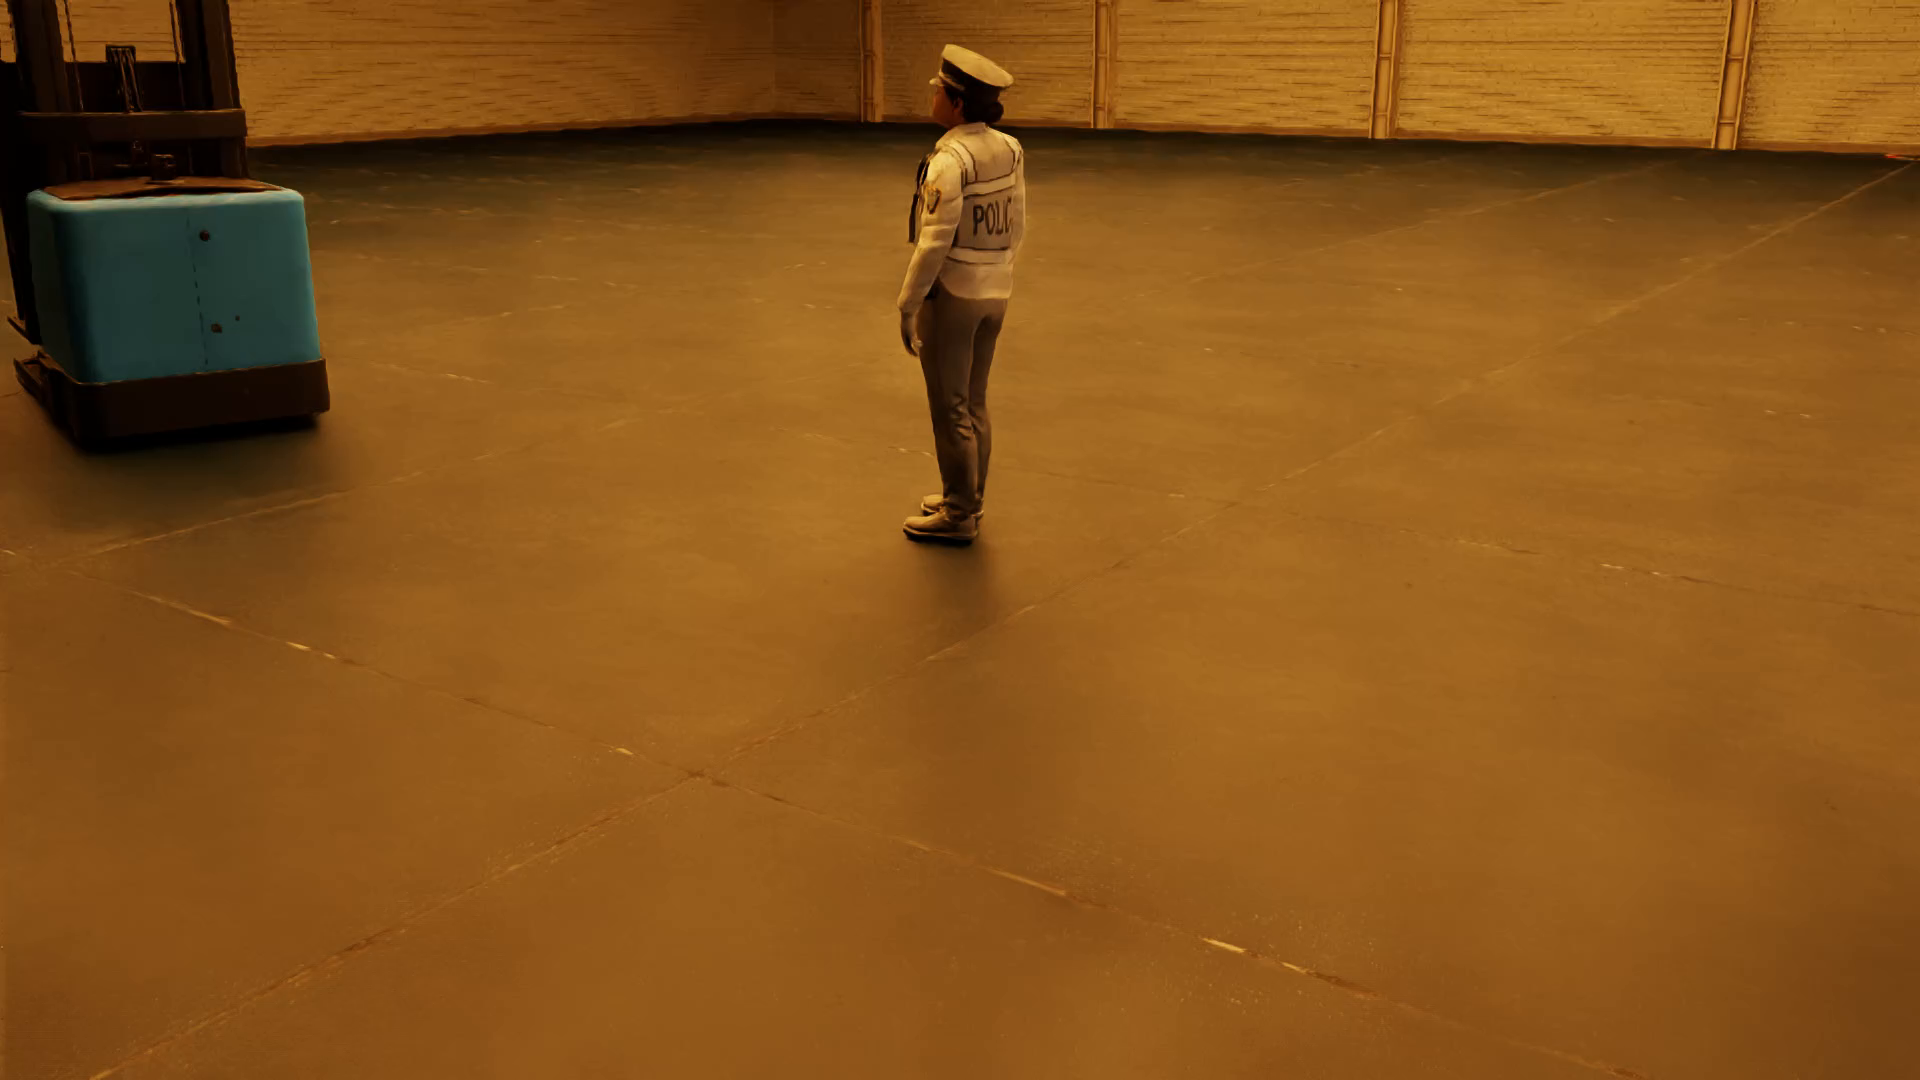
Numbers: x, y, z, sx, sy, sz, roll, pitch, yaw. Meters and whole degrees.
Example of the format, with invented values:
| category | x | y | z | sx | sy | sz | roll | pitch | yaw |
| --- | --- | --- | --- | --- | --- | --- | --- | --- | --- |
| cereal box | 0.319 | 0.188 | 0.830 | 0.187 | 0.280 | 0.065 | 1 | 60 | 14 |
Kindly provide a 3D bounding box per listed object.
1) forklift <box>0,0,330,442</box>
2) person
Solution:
| category | x | y | z | sx | sy | sz | roll | pitch | yaw |
| --- | --- | --- | --- | --- | --- | --- | --- | --- | --- |
| forklift | -4.195 | -2.199 | 8.188 | 1.130 | 2.935 | 3.031 | -12 | 20 | -34 |
| person | -0.052 | -0.832 | 5.746 | 0.532 | 1.695 | 0.586 | 11 | 20 | 33 |
